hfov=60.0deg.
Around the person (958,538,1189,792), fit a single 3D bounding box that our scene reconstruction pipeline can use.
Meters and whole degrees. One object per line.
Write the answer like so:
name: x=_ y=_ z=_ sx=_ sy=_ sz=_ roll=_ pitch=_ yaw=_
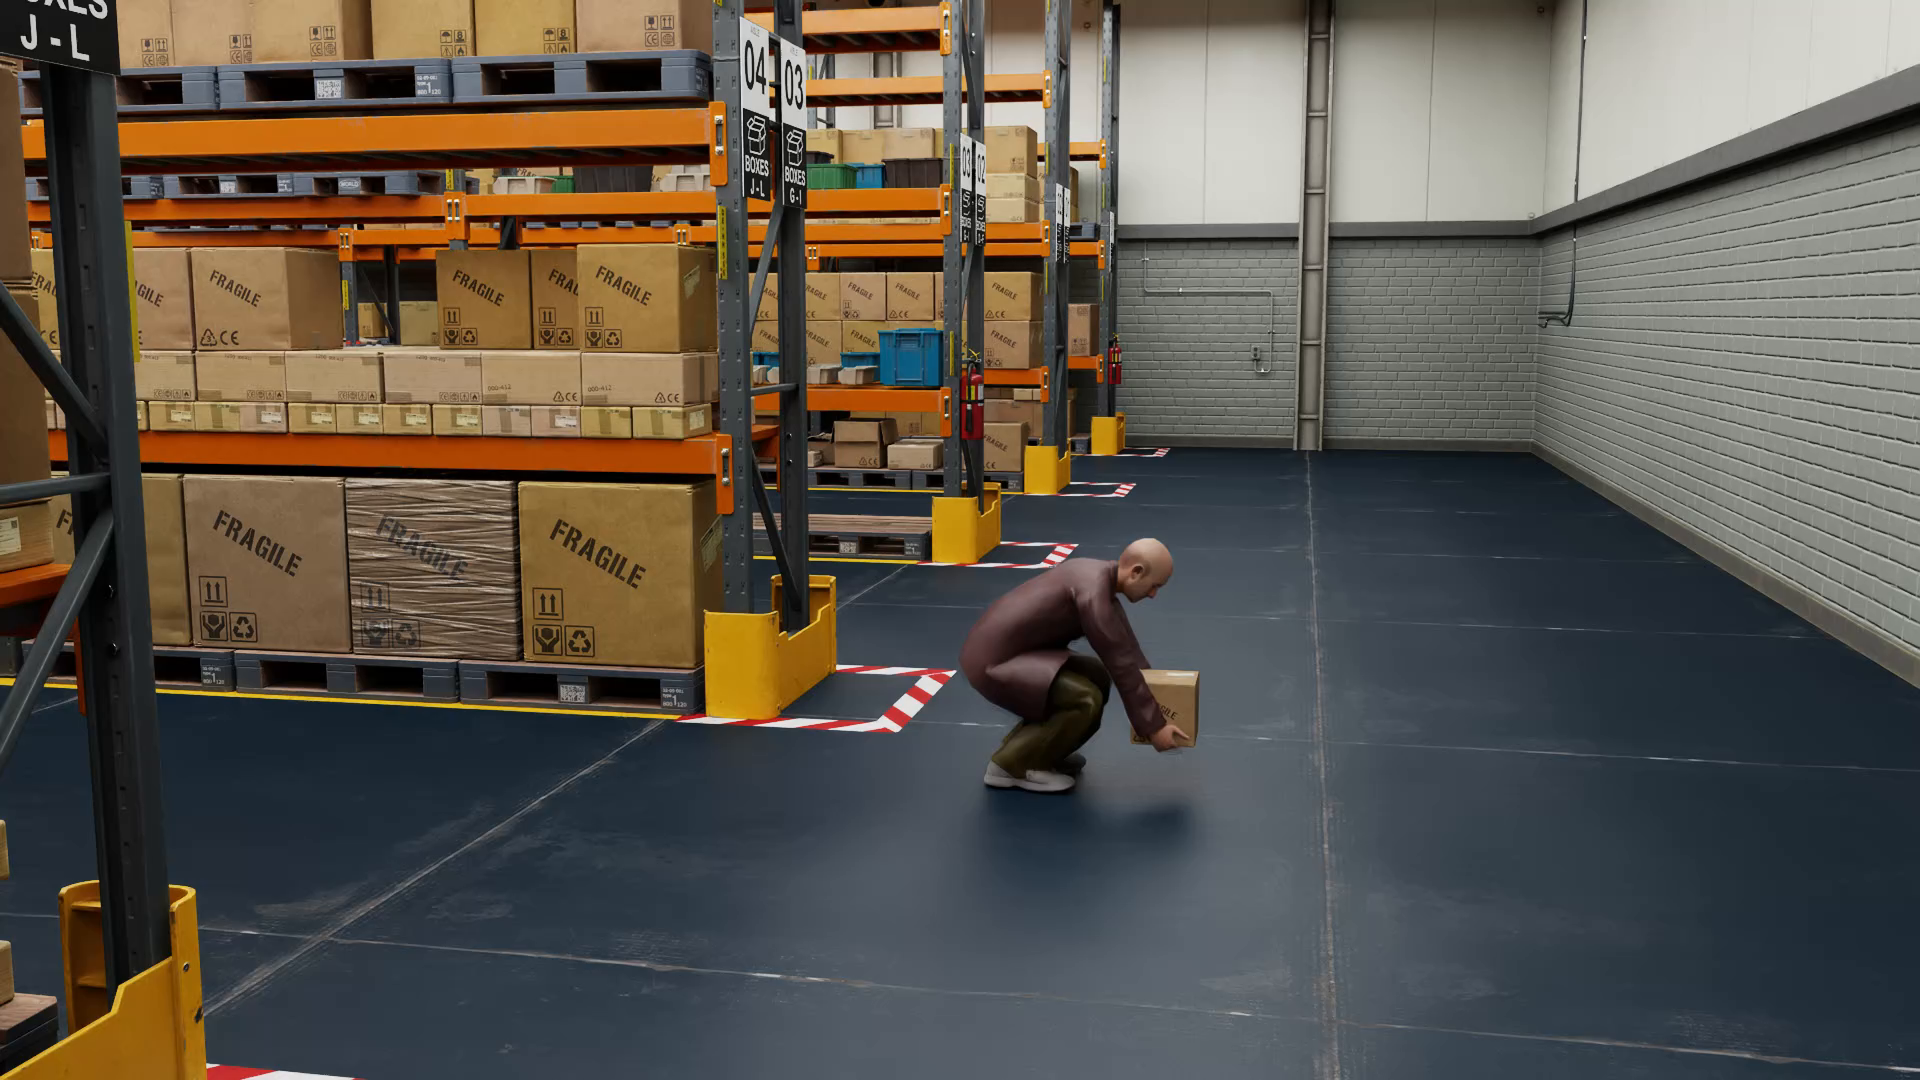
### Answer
person: x=0.464 y=0.499 z=6.678 sx=0.940 sy=0.980 sz=0.577 roll=1 pitch=8 yaw=10
